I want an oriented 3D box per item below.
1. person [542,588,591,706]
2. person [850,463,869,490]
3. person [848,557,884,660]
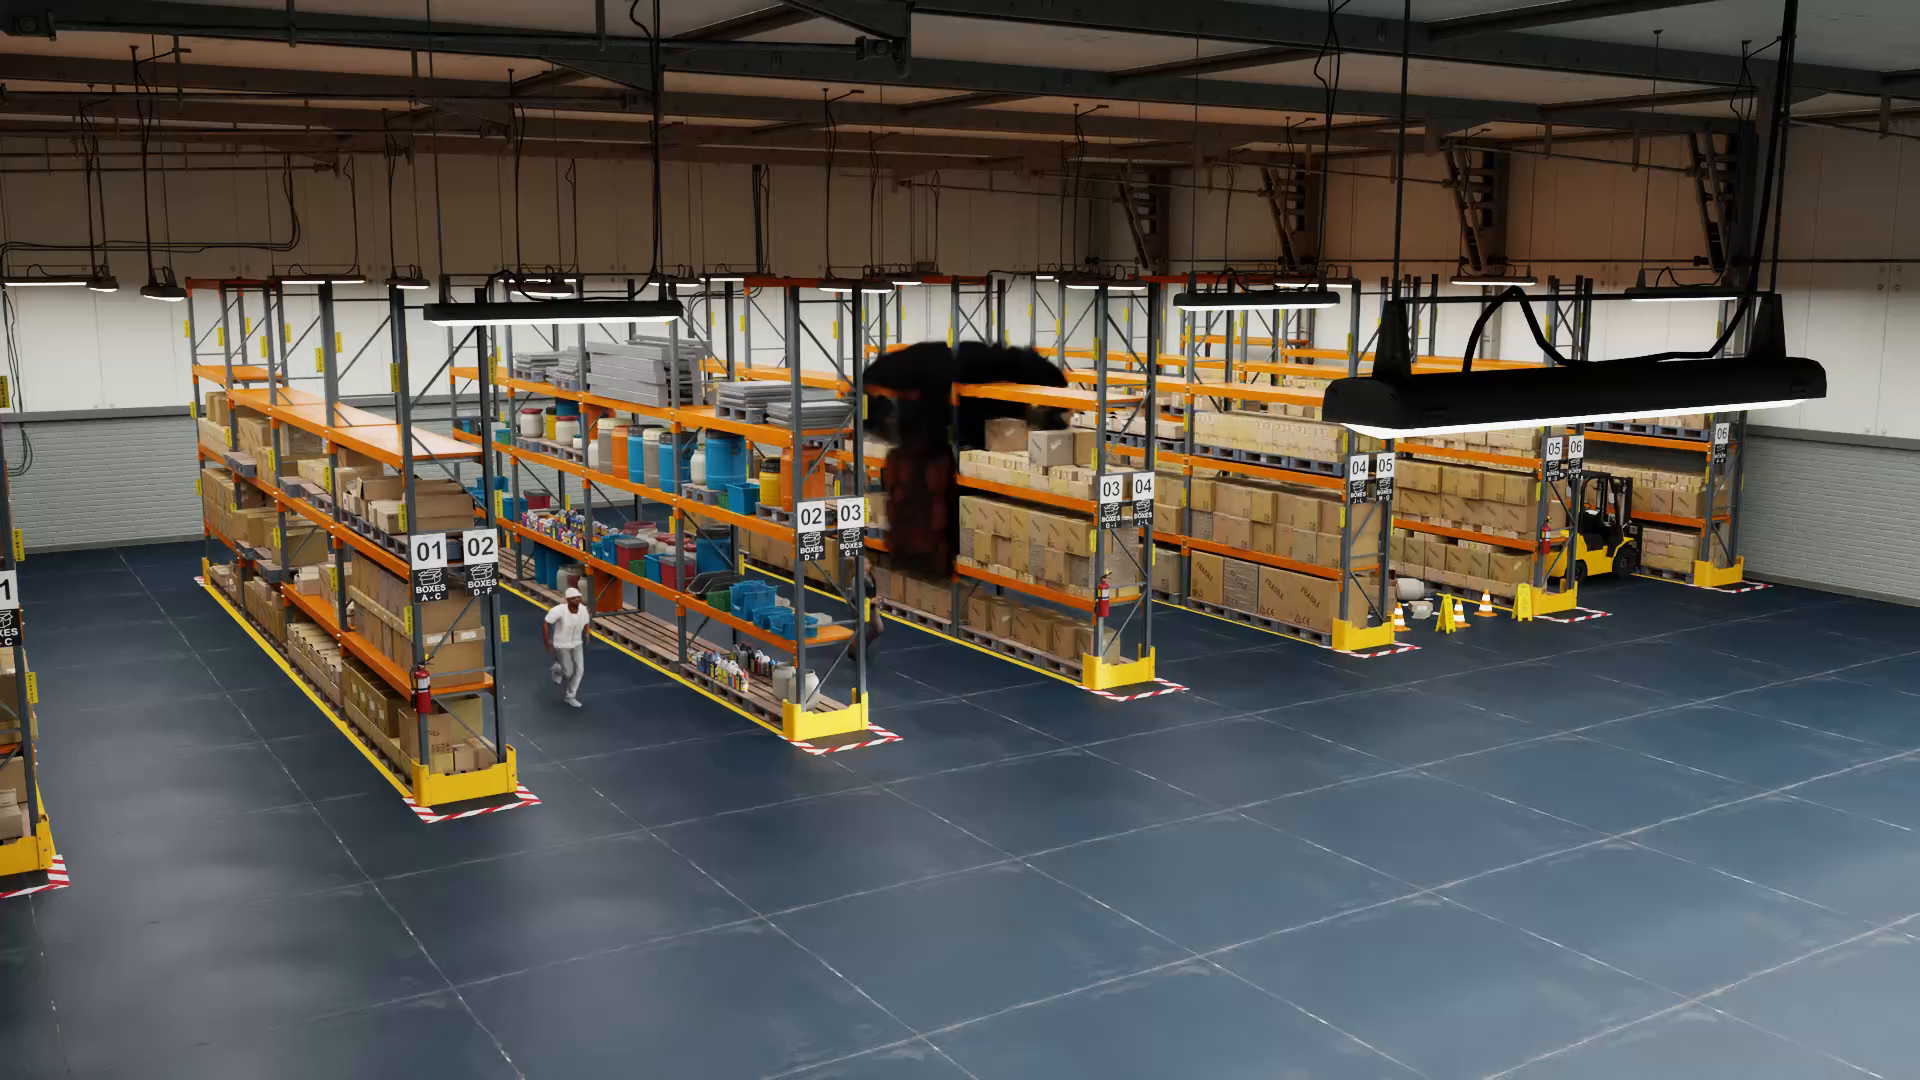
[{"bbox_3d":[-5.672,1.514,23.983,0.735,1.720,0.708,-9,13,-41],"label":"person"},{"bbox_3d":[-2.411,-0.916,38.290,0.699,1.733,0.671,-3,10,-19],"label":"person"},{"bbox_3d":[-1.488,1.097,26.358,0.719,1.678,0.633,7,12,35],"label":"person"}]
